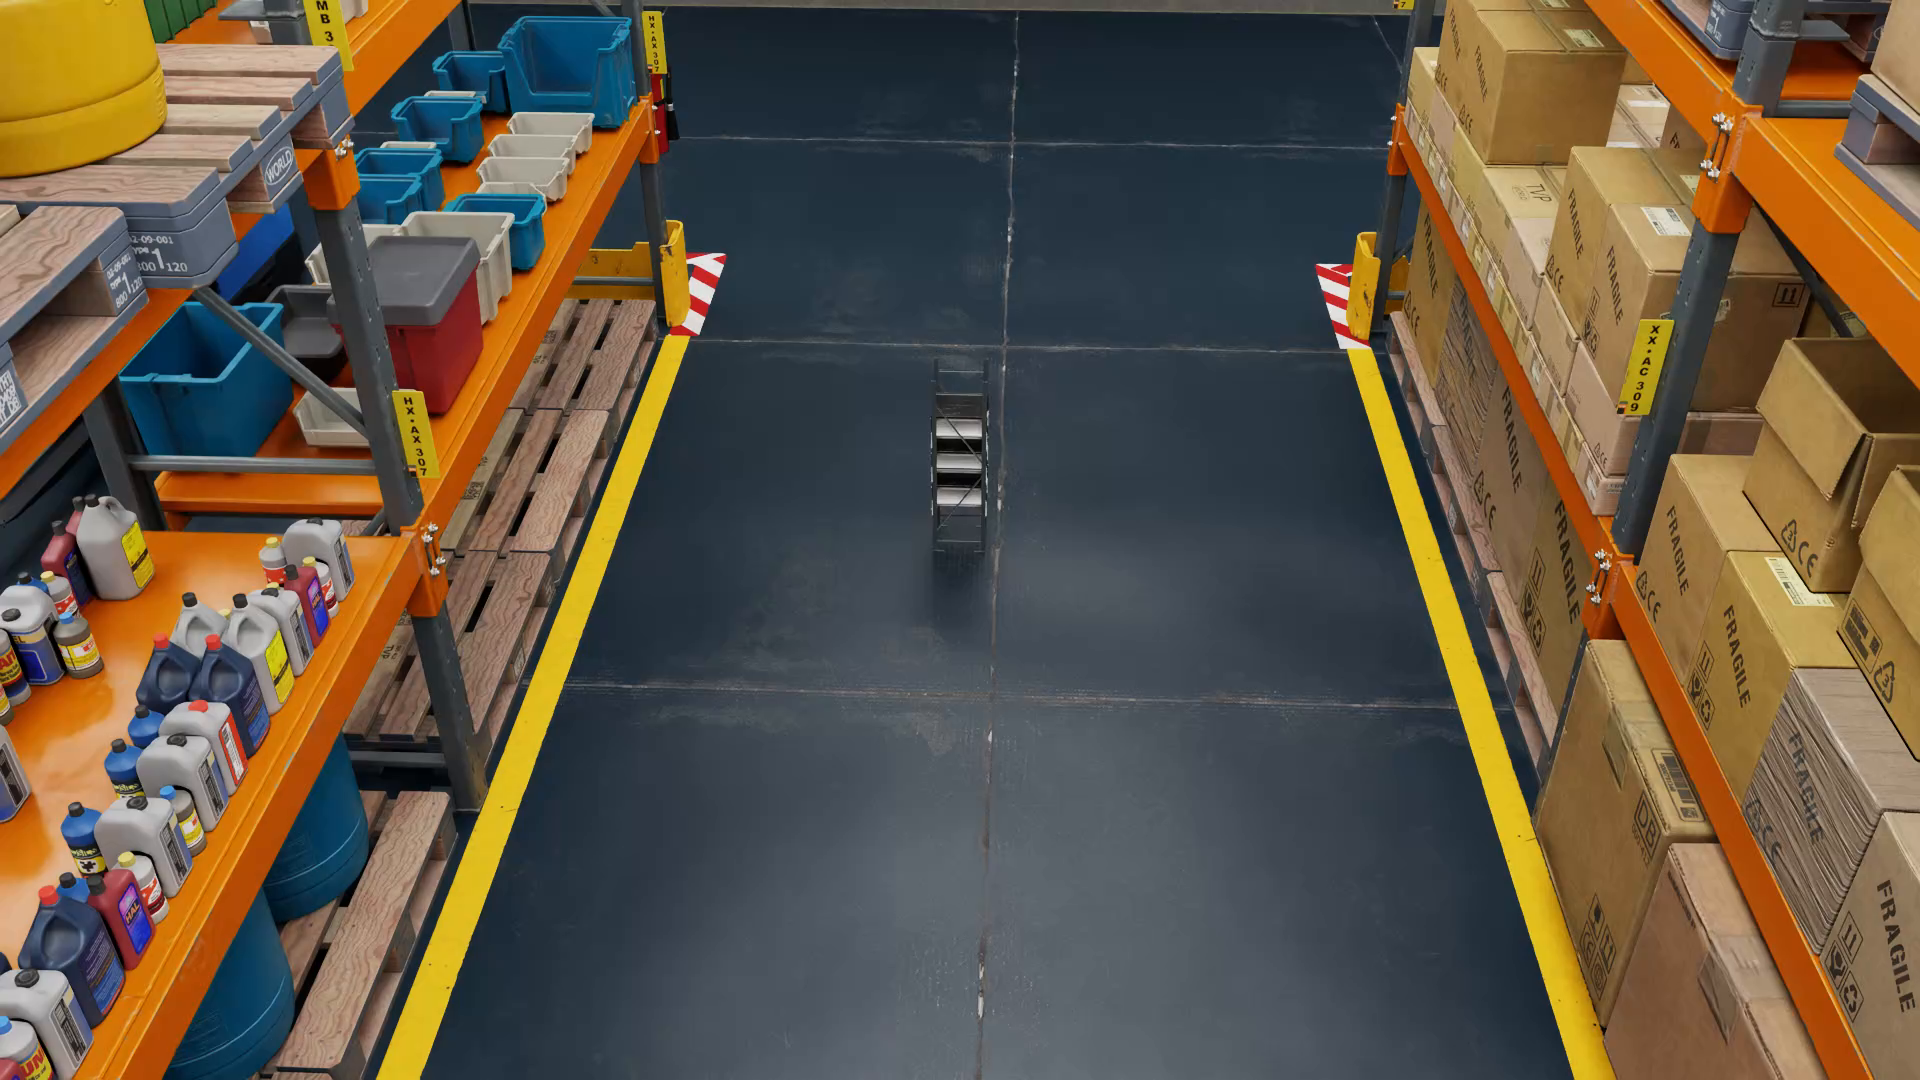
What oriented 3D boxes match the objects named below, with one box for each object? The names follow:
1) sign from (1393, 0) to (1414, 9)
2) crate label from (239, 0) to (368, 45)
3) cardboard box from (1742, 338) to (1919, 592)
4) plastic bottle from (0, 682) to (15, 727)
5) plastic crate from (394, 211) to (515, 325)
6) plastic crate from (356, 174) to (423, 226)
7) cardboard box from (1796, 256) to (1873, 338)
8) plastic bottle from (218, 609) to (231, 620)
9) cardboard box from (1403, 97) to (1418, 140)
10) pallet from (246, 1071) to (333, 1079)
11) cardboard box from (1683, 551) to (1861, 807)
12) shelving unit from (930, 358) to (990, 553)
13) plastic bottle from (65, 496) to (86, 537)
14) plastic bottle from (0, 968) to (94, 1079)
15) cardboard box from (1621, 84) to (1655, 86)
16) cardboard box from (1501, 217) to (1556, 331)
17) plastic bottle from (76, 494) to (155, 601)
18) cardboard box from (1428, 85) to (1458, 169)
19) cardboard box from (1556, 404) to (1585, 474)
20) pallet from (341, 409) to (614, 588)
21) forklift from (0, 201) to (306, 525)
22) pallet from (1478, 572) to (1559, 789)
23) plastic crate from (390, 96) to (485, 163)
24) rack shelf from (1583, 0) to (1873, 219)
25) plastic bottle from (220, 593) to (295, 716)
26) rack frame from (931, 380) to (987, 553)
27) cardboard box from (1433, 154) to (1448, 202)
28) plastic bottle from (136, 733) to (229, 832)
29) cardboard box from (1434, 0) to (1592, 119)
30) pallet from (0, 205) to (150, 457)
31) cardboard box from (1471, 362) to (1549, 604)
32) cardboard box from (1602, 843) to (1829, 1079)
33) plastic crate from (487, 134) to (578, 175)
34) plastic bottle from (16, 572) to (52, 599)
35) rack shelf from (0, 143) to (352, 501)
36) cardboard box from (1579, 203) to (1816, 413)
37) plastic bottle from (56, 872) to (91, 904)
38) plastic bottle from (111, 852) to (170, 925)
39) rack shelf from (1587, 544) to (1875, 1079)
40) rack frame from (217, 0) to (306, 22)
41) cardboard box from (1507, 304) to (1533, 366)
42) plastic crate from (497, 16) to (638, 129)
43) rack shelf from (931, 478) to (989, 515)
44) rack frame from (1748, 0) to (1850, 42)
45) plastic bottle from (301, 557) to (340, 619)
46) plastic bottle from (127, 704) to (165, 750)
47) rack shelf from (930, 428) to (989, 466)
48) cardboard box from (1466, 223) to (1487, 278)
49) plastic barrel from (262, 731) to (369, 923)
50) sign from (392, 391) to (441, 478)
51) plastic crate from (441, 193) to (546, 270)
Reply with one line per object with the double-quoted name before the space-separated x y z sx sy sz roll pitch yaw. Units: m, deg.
"sign" 2.247 -2.826 8.341 0.100 0.325 0.005 1 35 2
"crate label" -2.000 -1.634 5.086 0.293 0.136 0.466 1 35 2
"cardboard box" 2.623 -0.210 4.480 0.797 0.503 0.637 0 35 1
"plastic bottle" -2.759 0.431 4.701 0.097 0.201 0.097 0 35 0
"plastic crate" -2.063 -1.089 6.742 0.437 0.282 0.530 1 35 2
"plastic crate" -2.552 -1.431 7.271 0.416 0.233 0.300 1 35 2
"cardboard box" 2.915 -0.762 5.445 0.500 0.500 0.500 1 35 2
"plastic bottle" -2.142 0.293 4.897 0.097 0.201 0.097 0 35 0
"cardboard box" 2.457 -2.124 8.383 0.380 0.149 0.250 2 35 2
"pallet" -2.428 2.046 4.655 1.003 0.211 1.213 1 35 2
"cardboard box" 2.353 0.381 4.512 0.500 0.500 0.500 1 35 2
"shelving unit" 0.000 -0.373 7.498 0.258 0.900 0.210 1 35 2
"plastic bottle" -2.750 0.009 5.230 0.061 0.283 0.133 1 35 2
"plastic bottle" -2.073 1.071 3.725 0.152 0.276 0.135 1 35 2
"cardboard box" 3.047 -2.199 8.142 0.500 0.250 0.500 1 35 1
"cardboard box" 2.434 -1.036 6.487 0.500 0.250 0.500 2 35 3
"plastic bottle" -2.648 -0.002 5.187 0.144 0.351 0.185 1 35 2
"cardboard box" 2.498 -1.916 7.739 0.500 0.250 0.500 1 35 1
"cardboard box" 2.335 -0.354 5.863 0.380 0.149 0.250 2 35 3
"pallet" -2.272 -0.225 7.887 1.003 0.211 1.213 1 35 2
"forklift" -4.524 -1.970 8.004 1.130 2.935 3.031 2 35 3
"pallet" 2.749 0.580 6.741 1.003 0.211 1.213 1 35 2
"plastic crate" -2.513 -1.982 8.054 0.416 0.233 0.300 1 35 2
"rack shelf" 2.721 -2.207 6.299 1.077 0.370 4.000 1 35 2
"plastic bottle" -2.019 0.316 4.735 0.144 0.351 0.185 1 35 2
"rack frame" -0.004 -0.314 7.415 0.240 0.900 0.006 1 35 2
"cardboard box" 2.429 -1.680 7.750 0.380 0.149 0.250 1 35 1
"plastic bottle" -2.042 0.622 4.365 0.152 0.276 0.135 1 35 2
"cardboard box" 2.492 -2.234 7.540 0.500 0.500 0.500 1 35 1
"pallet" -2.285 -0.286 3.103 1.003 0.211 1.213 1 35 2
"cardboard box" 2.783 -0.322 7.083 0.875 0.875 0.875 1 35 2
"cardboard box" 2.600 1.454 4.556 1.225 0.875 0.875 0 35 0
"plastic crate" -2.026 -1.816 7.902 0.396 0.136 0.243 1 35 2
"plastic bottle" -2.745 0.213 4.950 0.097 0.271 0.097 0 35 0
"rack shelf" -2.389 -0.024 3.192 1.077 0.370 4.000 1 35 2
"cardboard box" 2.392 -0.763 5.446 0.500 0.500 0.500 2 35 3
"plastic bottle" -2.095 0.899 3.973 0.097 0.271 0.097 0 35 0
"plastic bottle" -2.028 0.853 4.101 0.097 0.201 0.097 0 35 0
"rack shelf" 2.560 1.318 3.892 1.077 0.370 4.000 1 35 2
"rack frame" -2.309 -2.694 3.758 1.000 3.000 0.127 1 35 2
"cardboard box" 2.366 -0.797 6.493 0.380 0.149 0.250 2 35 3
"plastic crate" -1.975 -2.380 8.445 0.616 0.435 0.499 1 35 2
"rack shelf" 0.000 -0.198 7.621 0.258 0.077 0.200 1 35 2
"rack frame" 2.640 -2.580 3.595 1.000 3.000 0.127 1 35 2
"plastic bottle" -1.979 0.143 5.111 0.097 0.201 0.097 0 35 0
"plastic bottle" -2.162 0.554 4.465 0.097 0.271 0.097 0 35 0
"rack shelf" 0.000 -0.419 7.465 0.258 0.077 0.200 1 35 2
"cardboard box" 2.397 -1.241 7.125 0.380 0.149 0.250 0 35 1
"plastic barrel" -2.348 0.759 5.521 0.600 0.901 0.708 1 35 2
"sign" -1.759 -0.339 5.383 0.100 0.325 0.005 1 35 2
"plastic crate" -1.974 -1.308 7.096 0.416 0.233 0.300 1 35 2
